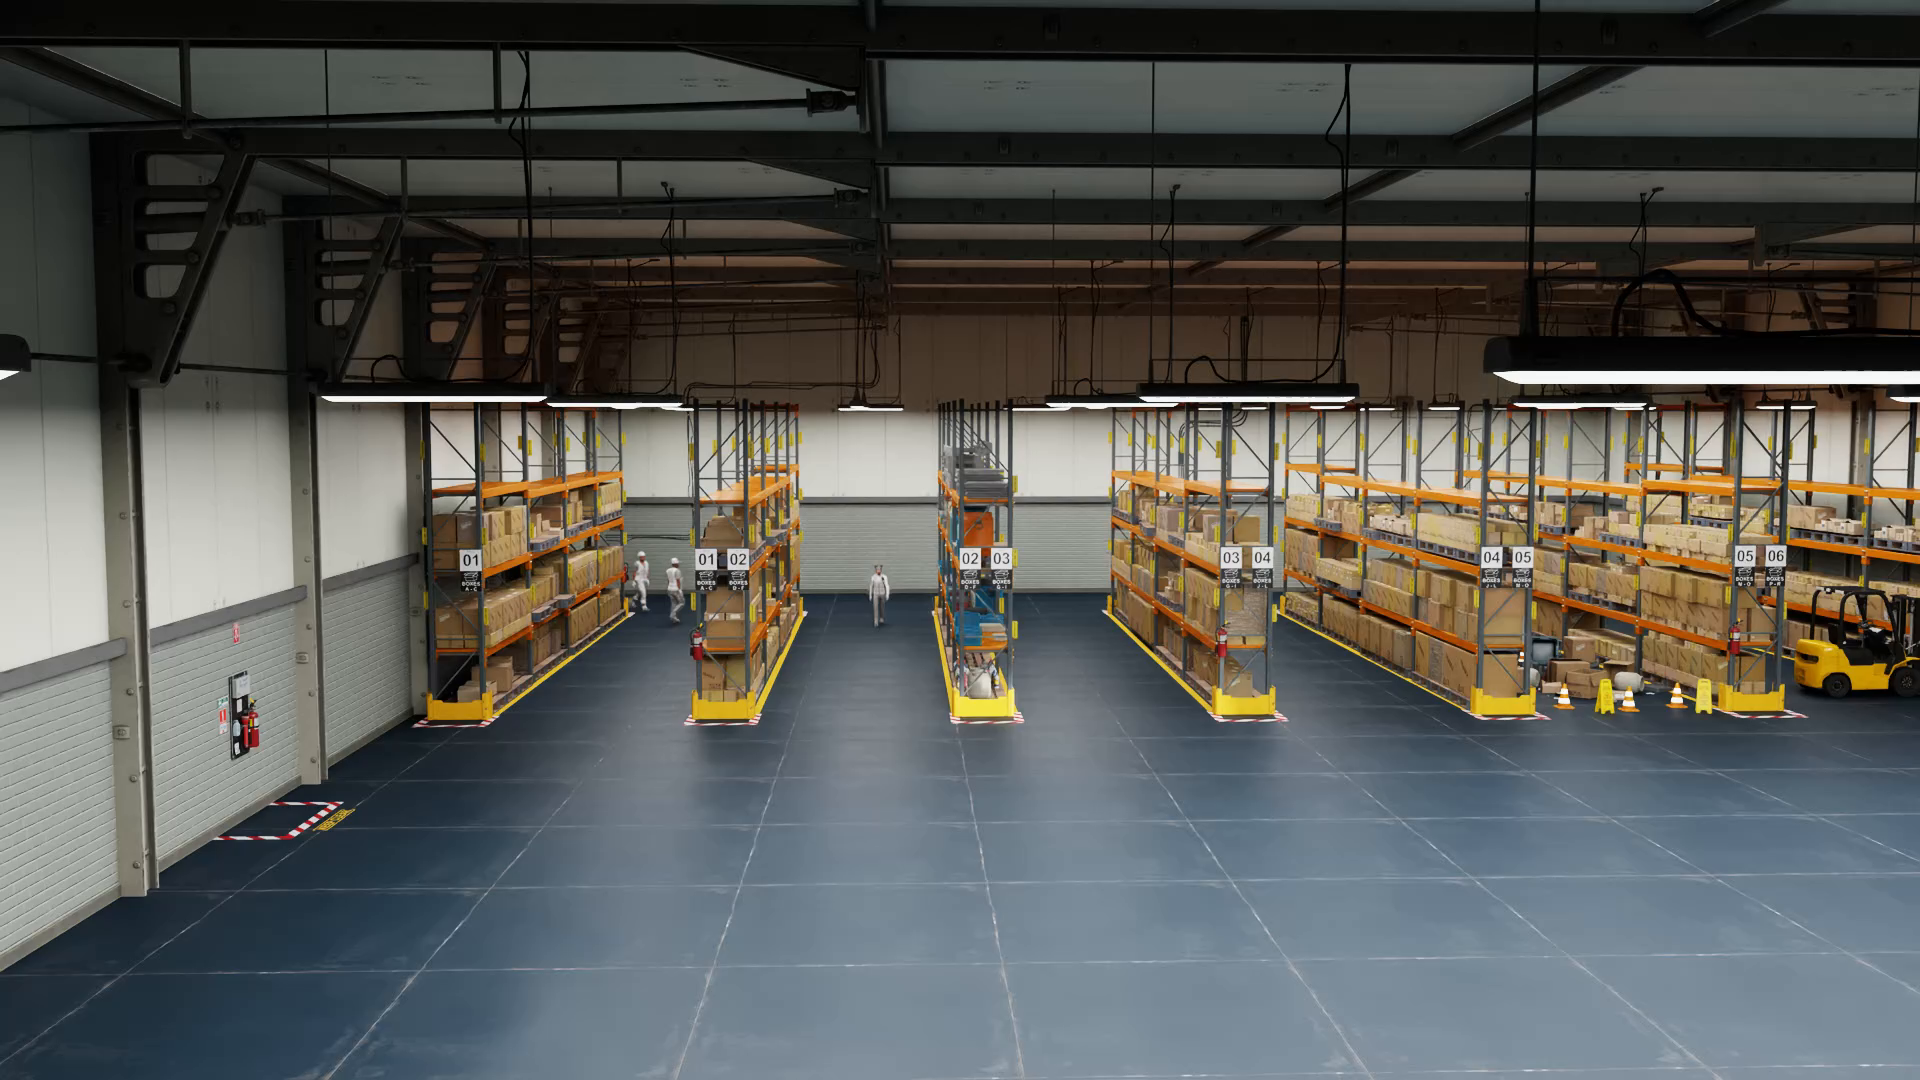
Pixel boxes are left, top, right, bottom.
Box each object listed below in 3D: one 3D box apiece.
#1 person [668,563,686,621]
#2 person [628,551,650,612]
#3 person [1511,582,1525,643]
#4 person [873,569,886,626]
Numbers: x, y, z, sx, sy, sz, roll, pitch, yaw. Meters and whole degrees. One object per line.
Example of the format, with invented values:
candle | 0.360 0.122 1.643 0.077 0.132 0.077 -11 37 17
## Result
person | -7.803 1.373 45.449 0.438 1.693 0.590 -4 6 -41
person | -9.281 1.192 48.192 1.022 1.745 0.532 3 5 34
person | 13.417 1.837 39.981 0.542 1.818 0.609 -2 5 -20
person | -2.184 1.488 45.031 0.352 1.584 1.032 0 4 -1
